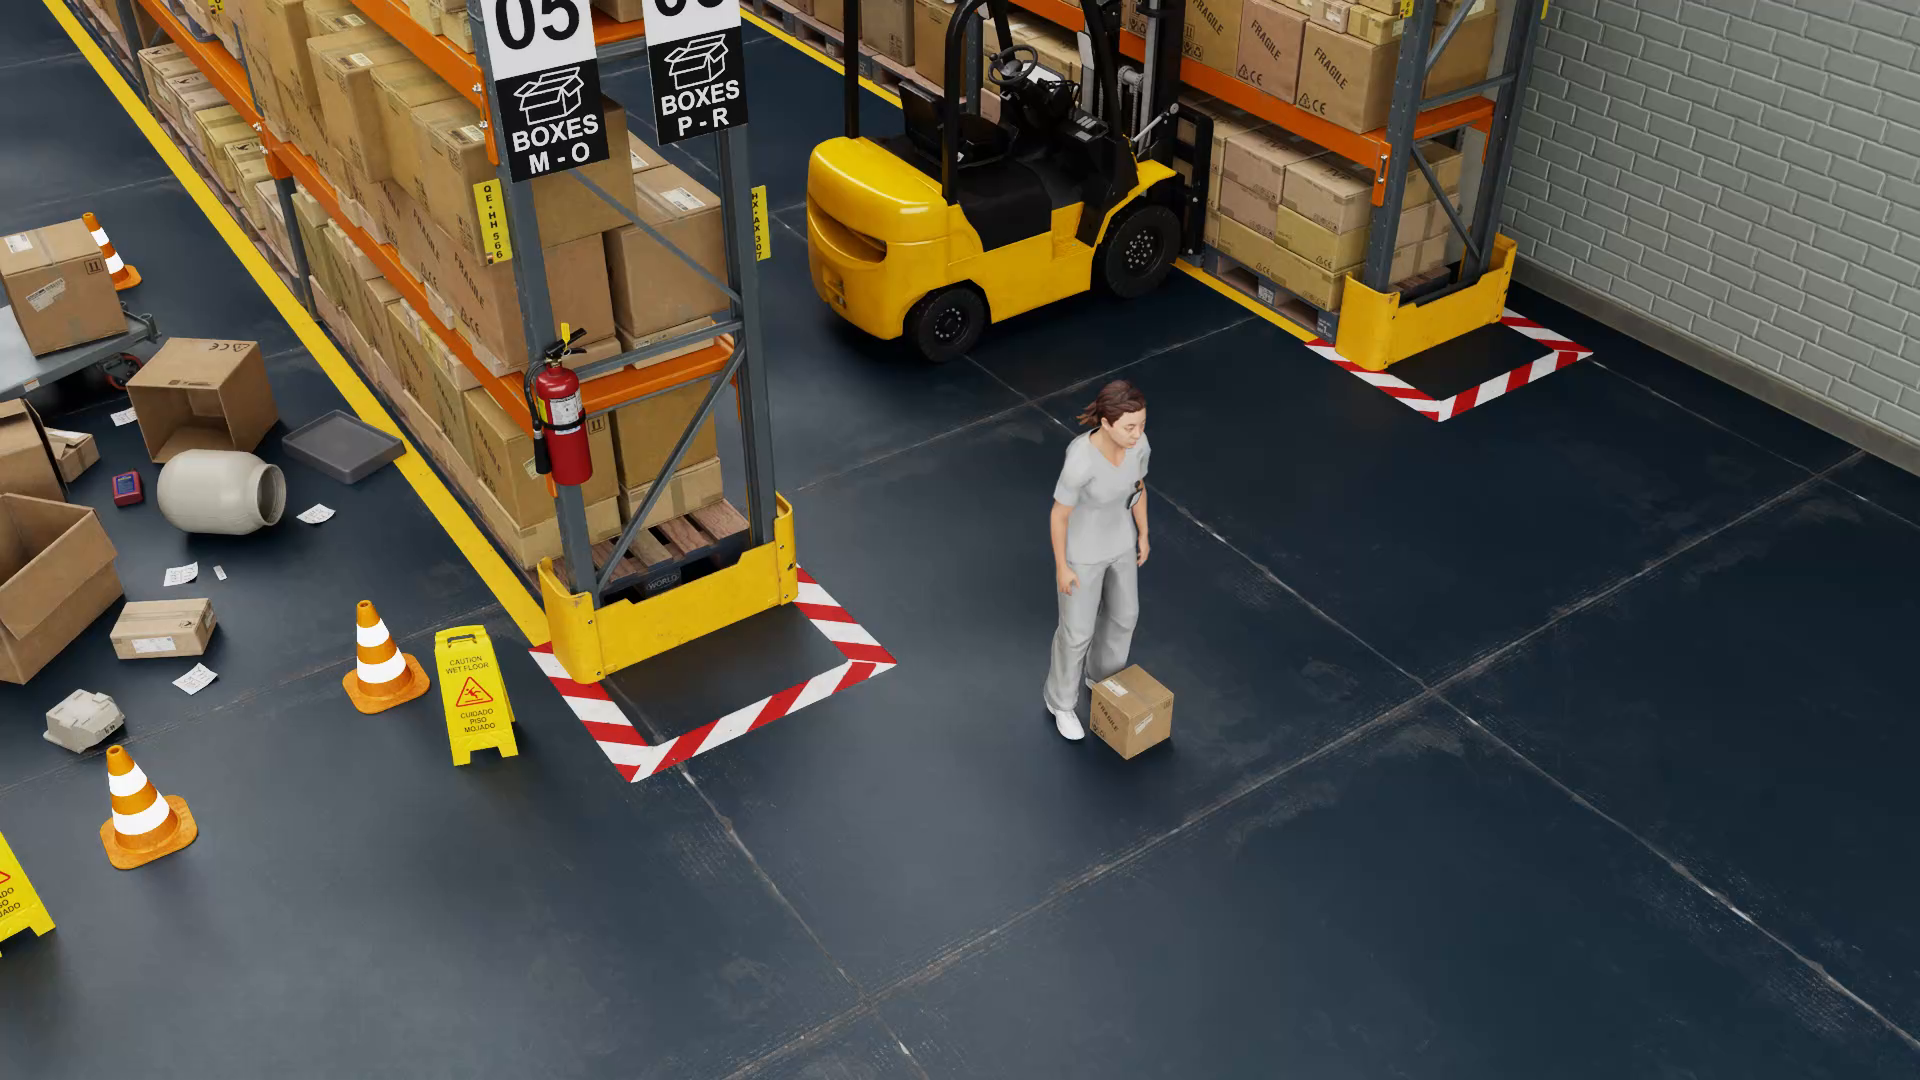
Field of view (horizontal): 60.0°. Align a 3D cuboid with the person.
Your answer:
[{"bbox_3d":[0.588,0.062,6.936,0.485,1.652,0.360,-22,42,-27],"label":"person"}]
